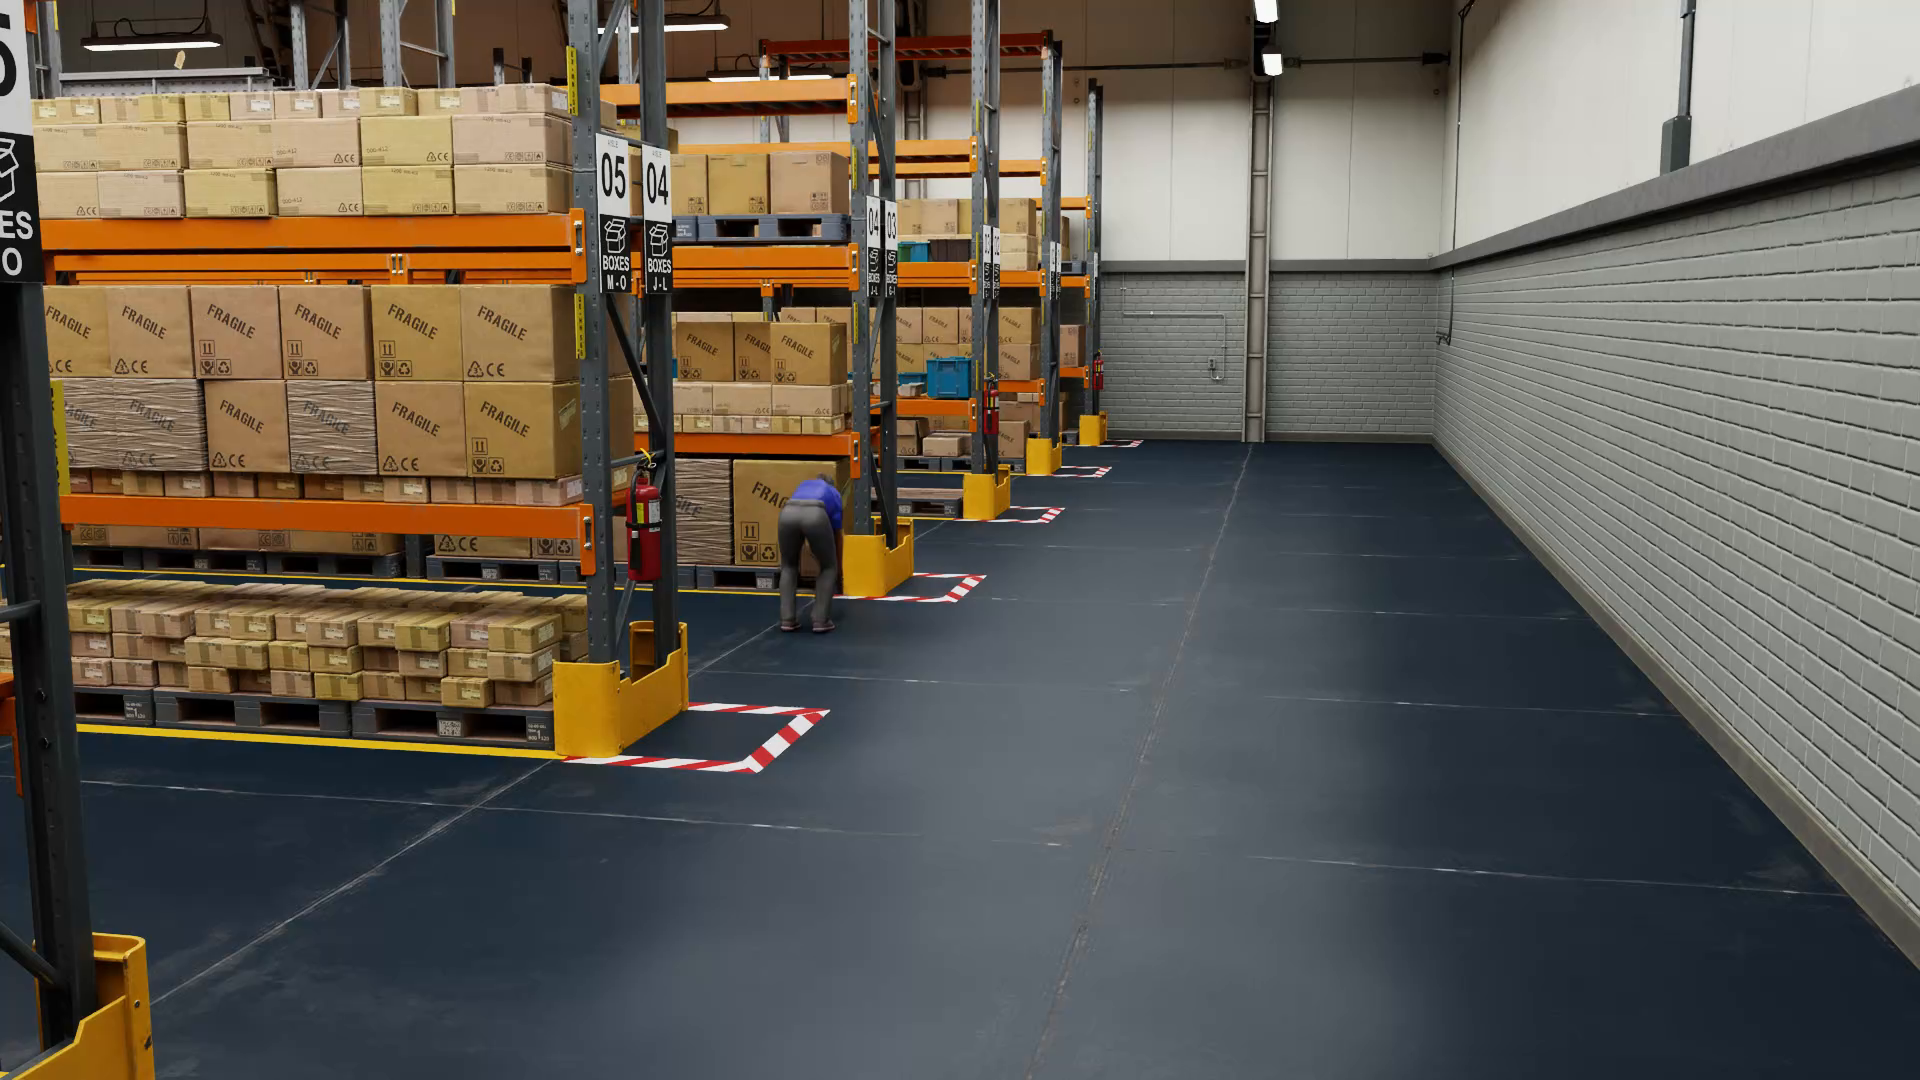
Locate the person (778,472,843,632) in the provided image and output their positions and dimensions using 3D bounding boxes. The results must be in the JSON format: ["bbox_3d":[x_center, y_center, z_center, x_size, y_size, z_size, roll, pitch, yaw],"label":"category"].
[{"bbox_3d":[-1.077,0.079,12.247,0.422,1.112,0.867,1,8,9],"label":"person"}]
